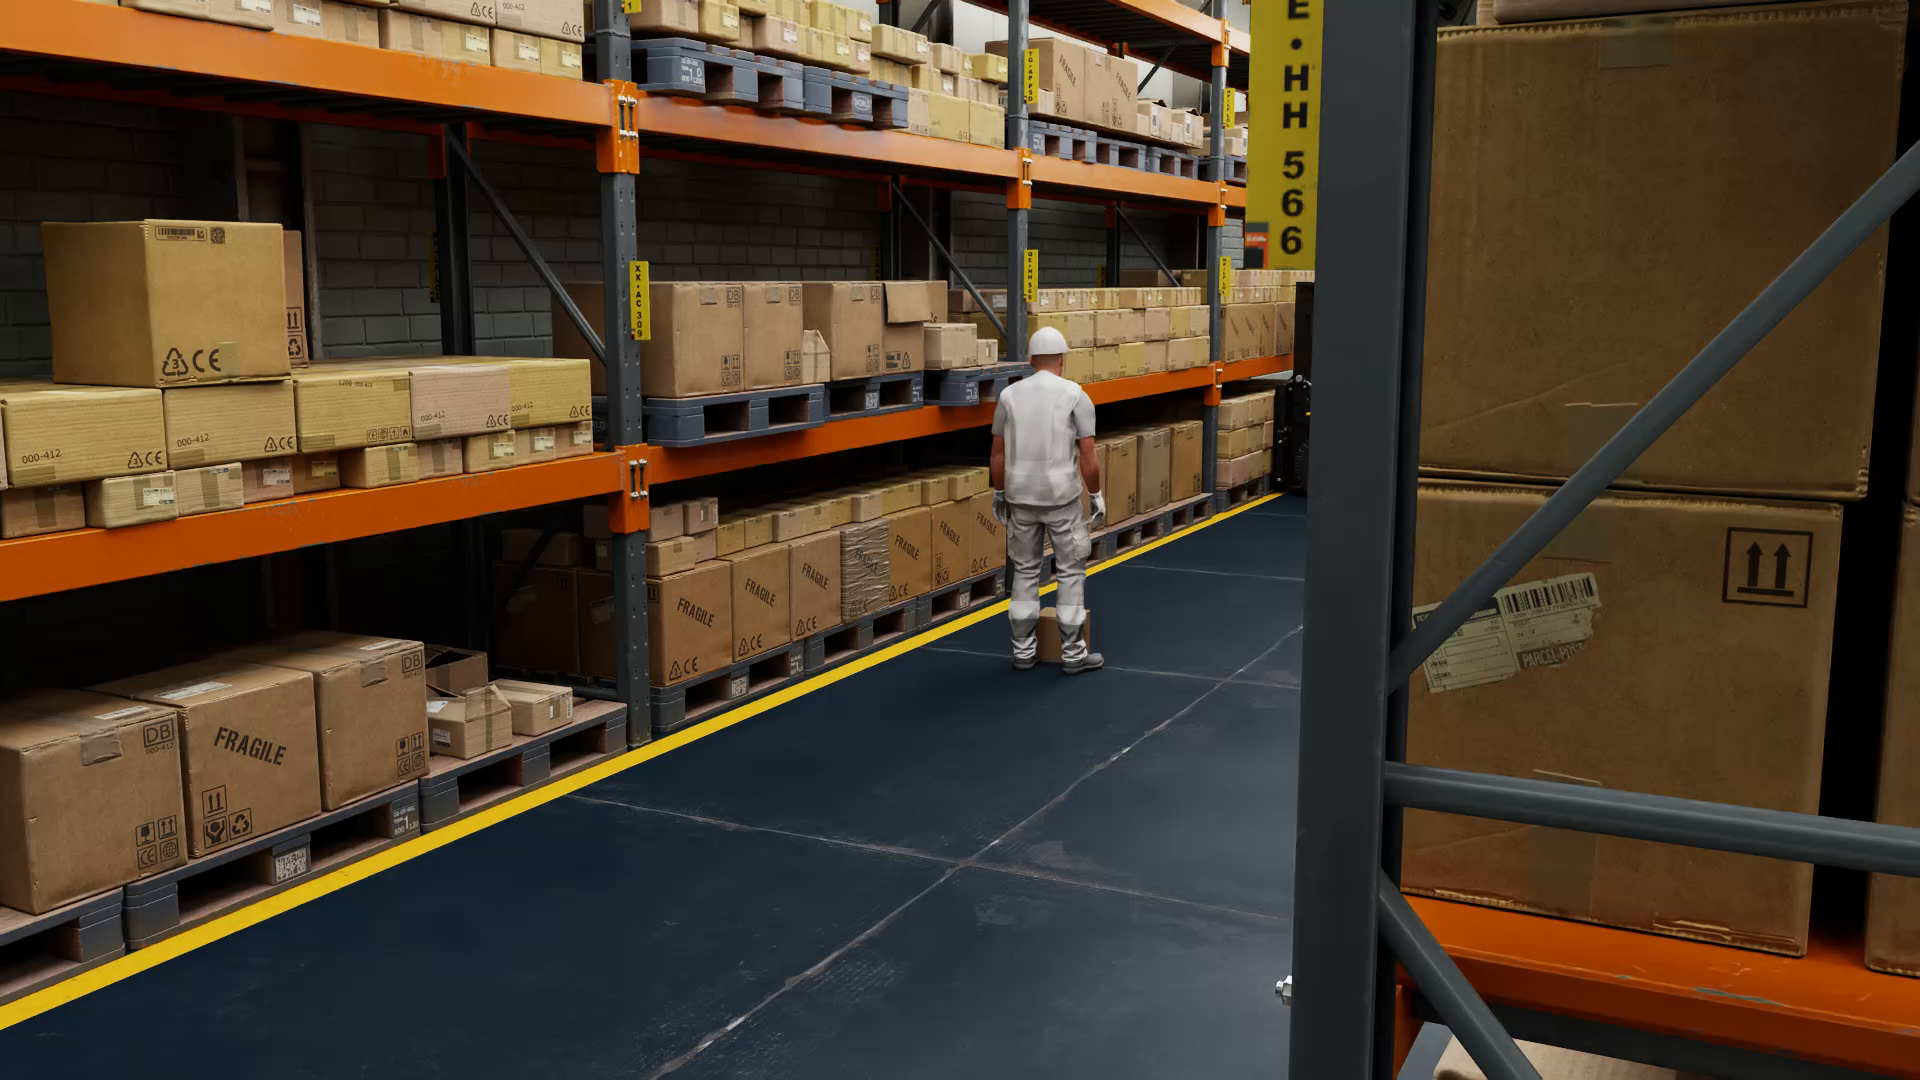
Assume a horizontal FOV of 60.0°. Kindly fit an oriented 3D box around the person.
[{"bbox_3d":[0.449,-0.209,8.636,0.623,1.780,0.446,4,10,22],"label":"person"}]
